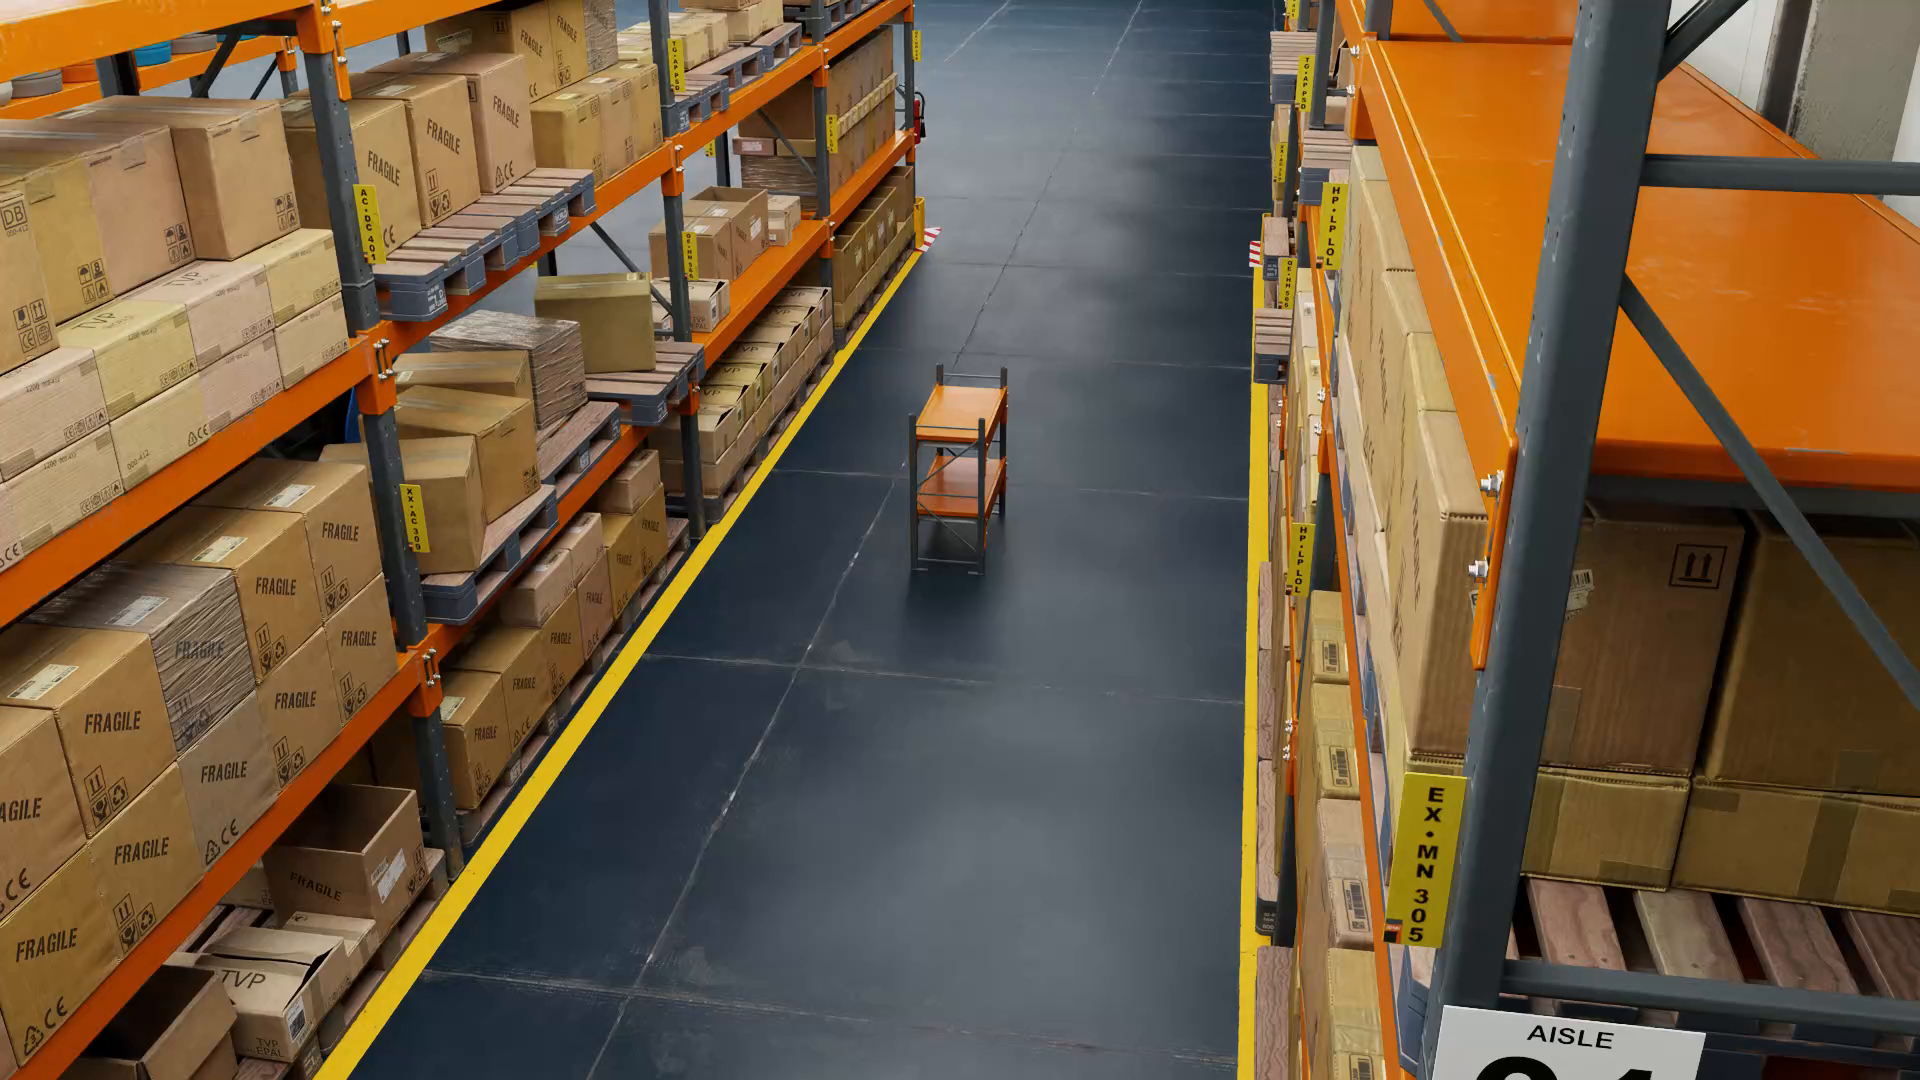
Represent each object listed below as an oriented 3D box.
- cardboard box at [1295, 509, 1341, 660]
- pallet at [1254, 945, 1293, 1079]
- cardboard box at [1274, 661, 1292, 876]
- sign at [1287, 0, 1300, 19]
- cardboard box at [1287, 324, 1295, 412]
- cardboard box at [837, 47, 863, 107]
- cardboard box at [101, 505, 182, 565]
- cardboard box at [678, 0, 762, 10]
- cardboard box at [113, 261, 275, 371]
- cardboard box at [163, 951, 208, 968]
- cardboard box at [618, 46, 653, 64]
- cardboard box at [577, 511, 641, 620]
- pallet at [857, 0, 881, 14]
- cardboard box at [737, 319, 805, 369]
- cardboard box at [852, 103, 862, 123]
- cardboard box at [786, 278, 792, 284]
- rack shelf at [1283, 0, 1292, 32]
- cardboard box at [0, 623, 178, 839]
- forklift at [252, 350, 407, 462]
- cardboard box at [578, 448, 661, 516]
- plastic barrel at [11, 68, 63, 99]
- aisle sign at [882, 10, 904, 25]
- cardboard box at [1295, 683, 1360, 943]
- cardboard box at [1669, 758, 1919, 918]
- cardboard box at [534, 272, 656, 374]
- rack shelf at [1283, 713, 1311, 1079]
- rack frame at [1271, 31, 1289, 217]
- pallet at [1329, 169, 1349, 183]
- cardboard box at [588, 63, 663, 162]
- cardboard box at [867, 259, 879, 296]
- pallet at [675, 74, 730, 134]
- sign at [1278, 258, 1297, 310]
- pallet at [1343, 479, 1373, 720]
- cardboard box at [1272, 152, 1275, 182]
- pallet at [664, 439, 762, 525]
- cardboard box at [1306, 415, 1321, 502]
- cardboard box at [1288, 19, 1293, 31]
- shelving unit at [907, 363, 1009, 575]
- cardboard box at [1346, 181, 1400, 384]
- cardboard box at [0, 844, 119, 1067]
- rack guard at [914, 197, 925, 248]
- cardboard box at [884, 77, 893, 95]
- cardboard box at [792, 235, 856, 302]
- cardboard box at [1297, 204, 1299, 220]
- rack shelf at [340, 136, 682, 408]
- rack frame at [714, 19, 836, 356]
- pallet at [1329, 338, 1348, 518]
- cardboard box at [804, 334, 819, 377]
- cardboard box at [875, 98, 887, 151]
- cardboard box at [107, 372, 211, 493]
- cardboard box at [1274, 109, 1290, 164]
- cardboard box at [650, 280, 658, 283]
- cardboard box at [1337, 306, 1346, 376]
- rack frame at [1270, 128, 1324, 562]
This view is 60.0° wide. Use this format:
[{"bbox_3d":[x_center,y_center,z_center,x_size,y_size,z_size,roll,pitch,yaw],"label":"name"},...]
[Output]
[{"bbox_3d":[1.750,0.205,7.282,0.500,0.500,0.500,4,25,8],"label":"cardboard box"},{"bbox_3d":[1.722,2.180,6.844,1.003,0.211,1.213,4,25,9],"label":"pallet"},{"bbox_3d":[1.902,1.107,7.887,0.750,0.750,0.750,4,25,9],"label":"cardboard box"},{"bbox_3d":[2.695,-4.368,13.396,0.100,0.325,0.005,4,25,9],"label":"sign"},{"bbox_3d":[2.246,-1.072,10.010,0.500,0.500,0.500,5,26,10],"label":"cardboard box"},{"bbox_3d":[-1.344,-4.532,16.245,0.700,0.500,0.500,4,25,9],"label":"cardboard box"},{"bbox_3d":[-3.402,0.158,6.577,0.500,0.500,0.500,3,25,7],"label":"cardboard box"},{"bbox_3d":[-1.867,-4.408,12.889,0.500,0.500,0.500,6,26,14],"label":"cardboard box"},{"bbox_3d":[-2.861,-0.823,6.019,0.500,0.250,0.500,4,25,9],"label":"cardboard box"},{"bbox_3d":[-3.377,1.870,7.040,0.380,0.166,0.250,4,25,9],"label":"cardboard box"},{"bbox_3d":[-2.292,-3.085,10.945,0.500,0.250,0.500,2,25,5],"label":"cardboard box"},{"bbox_3d":[-2.316,0.147,10.328,0.500,0.500,0.500,3,25,7],"label":"cardboard box"},{"bbox_3d":[-1.341,-5.269,16.034,1.003,0.211,1.213,4,25,9],"label":"pallet"},{"bbox_3d":[-1.603,-1.666,13.858,0.500,0.311,0.500,4,25,8],"label":"cardboard box"},{"bbox_3d":[-1.172,-4.169,16.236,0.380,0.149,0.250,4,25,8],"label":"cardboard box"},{"bbox_3d":[-1.703,-2.785,16.025,0.500,0.500,0.500,4,25,9],"label":"cardboard box"},{"bbox_3d":[3.558,-4.611,15.372,1.077,0.370,4.000,4,25,9],"label":"rack shelf"},{"bbox_3d":[-3.038,0.630,5.569,0.500,0.500,0.500,4,25,8],"label":"cardboard box"},{"bbox_3d":[-4.968,-1.343,11.162,1.130,2.935,3.031,5,26,11],"label":"forklift"},{"bbox_3d":[-2.237,-0.386,10.581,0.500,0.250,0.500,5,26,11],"label":"cardboard box"},{"bbox_3d":[-6.848,-3.669,11.920,0.600,0.901,0.600,0,25,0],"label":"plastic barrel"},{"bbox_3d":[-0.702,-5.940,17.836,0.394,0.787,0.004,4,25,9],"label":"aisle sign"},{"bbox_3d":[1.694,0.999,5.723,0.980,0.700,0.700,3,25,7],"label":"cardboard box"},{"bbox_3d":[1.631,0.463,3.248,0.500,0.250,0.500,5,26,11],"label":"cardboard box"},{"bbox_3d":[-2.302,-1.374,10.535,0.700,0.500,0.500,-4,25,-9],"label":"cardboard box"},{"bbox_3d":[1.597,1.767,5.286,1.077,0.370,4.000,4,25,9],"label":"rack shelf"},{"bbox_3d":[3.885,-4.414,17.642,1.000,3.000,0.127,4,25,9],"label":"rack frame"},{"bbox_3d":[2.345,-1.601,8.316,1.003,0.211,1.213,5,26,11],"label":"pallet"},{"bbox_3d":[-2.348,-2.629,10.172,0.910,0.500,0.500,4,25,9],"label":"cardboard box"},{"bbox_3d":[-1.108,-2.618,16.554,0.500,0.250,0.500,4,25,9],"label":"cardboard box"},{"bbox_3d":[-2.288,-2.973,11.248,1.213,0.211,1.003,5,26,11],"label":"pallet"},{"bbox_3d":[2.041,-1.591,10.338,0.100,0.325,0.005,4,25,9],"label":"sign"},{"bbox_3d":[1.578,0.136,4.487,1.003,0.211,1.213,4,25,9],"label":"pallet"},{"bbox_3d":[3.247,-3.531,15.909,0.500,0.250,0.500,4,25,9],"label":"cardboard box"},{"bbox_3d":[-2.137,-0.489,12.545,1.003,0.211,1.213,4,25,9],"label":"pallet"},{"bbox_3d":[1.841,-0.350,7.583,0.500,0.250,0.500,5,25,10],"label":"cardboard box"},{"bbox_3d":[3.218,-4.828,14.846,0.500,0.500,0.500,3,25,6],"label":"cardboard box"},{"bbox_3d":[-0.001,-0.507,11.505,0.538,1.125,1.048,4,25,9],"label":"shelving unit"},{"bbox_3d":[1.453,-0.767,4.991,0.500,0.500,0.500,3,25,7],"label":"cardboard box"},{"bbox_3d":[-3.121,1.297,5.322,0.500,0.500,0.500,4,25,8],"label":"cardboard box"},{"bbox_3d":[-0.999,-3.634,18.924,1.175,0.500,0.348,4,25,9],"label":"rack guard"},{"bbox_3d":[-0.919,-4.812,17.610,0.380,0.149,0.250,5,25,10],"label":"cardboard box"},{"bbox_3d":[-1.272,-2.540,15.501,0.500,0.500,0.500,4,25,9],"label":"cardboard box"},{"bbox_3d":[3.114,-2.775,13.504,0.700,0.500,0.500,4,25,9],"label":"cardboard box"},{"bbox_3d":[-2.637,-1.606,8.954,1.077,0.370,4.000,4,25,9],"label":"rack shelf"},{"bbox_3d":[-1.657,-3.083,14.798,1.000,3.000,0.127,4,25,9],"label":"rack frame"},{"bbox_3d":[1.780,-0.372,5.574,1.003,0.211,1.213,4,25,9],"label":"pallet"},{"bbox_3d":[-1.523,-1.623,14.427,0.500,0.250,0.500,4,25,8],"label":"cardboard box"},{"bbox_3d":[-1.173,-4.387,17.466,0.700,0.500,0.500,5,25,10],"label":"cardboard box"},{"bbox_3d":[-2.946,-0.388,5.679,0.500,0.250,0.500,4,25,9],"label":"cardboard box"},{"bbox_3d":[3.172,-3.660,15.300,0.500,0.500,0.500,3,25,7],"label":"cardboard box"},{"bbox_3d":[-2.157,-1.834,12.425,0.380,0.149,0.250,6,26,12],"label":"cardboard box"},{"bbox_3d":[1.551,-0.651,5.627,0.500,0.250,0.500,4,25,8],"label":"cardboard box"},{"bbox_3d":[2.577,-1.068,10.494,1.000,3.000,0.127,4,25,9],"label":"rack frame"}]
